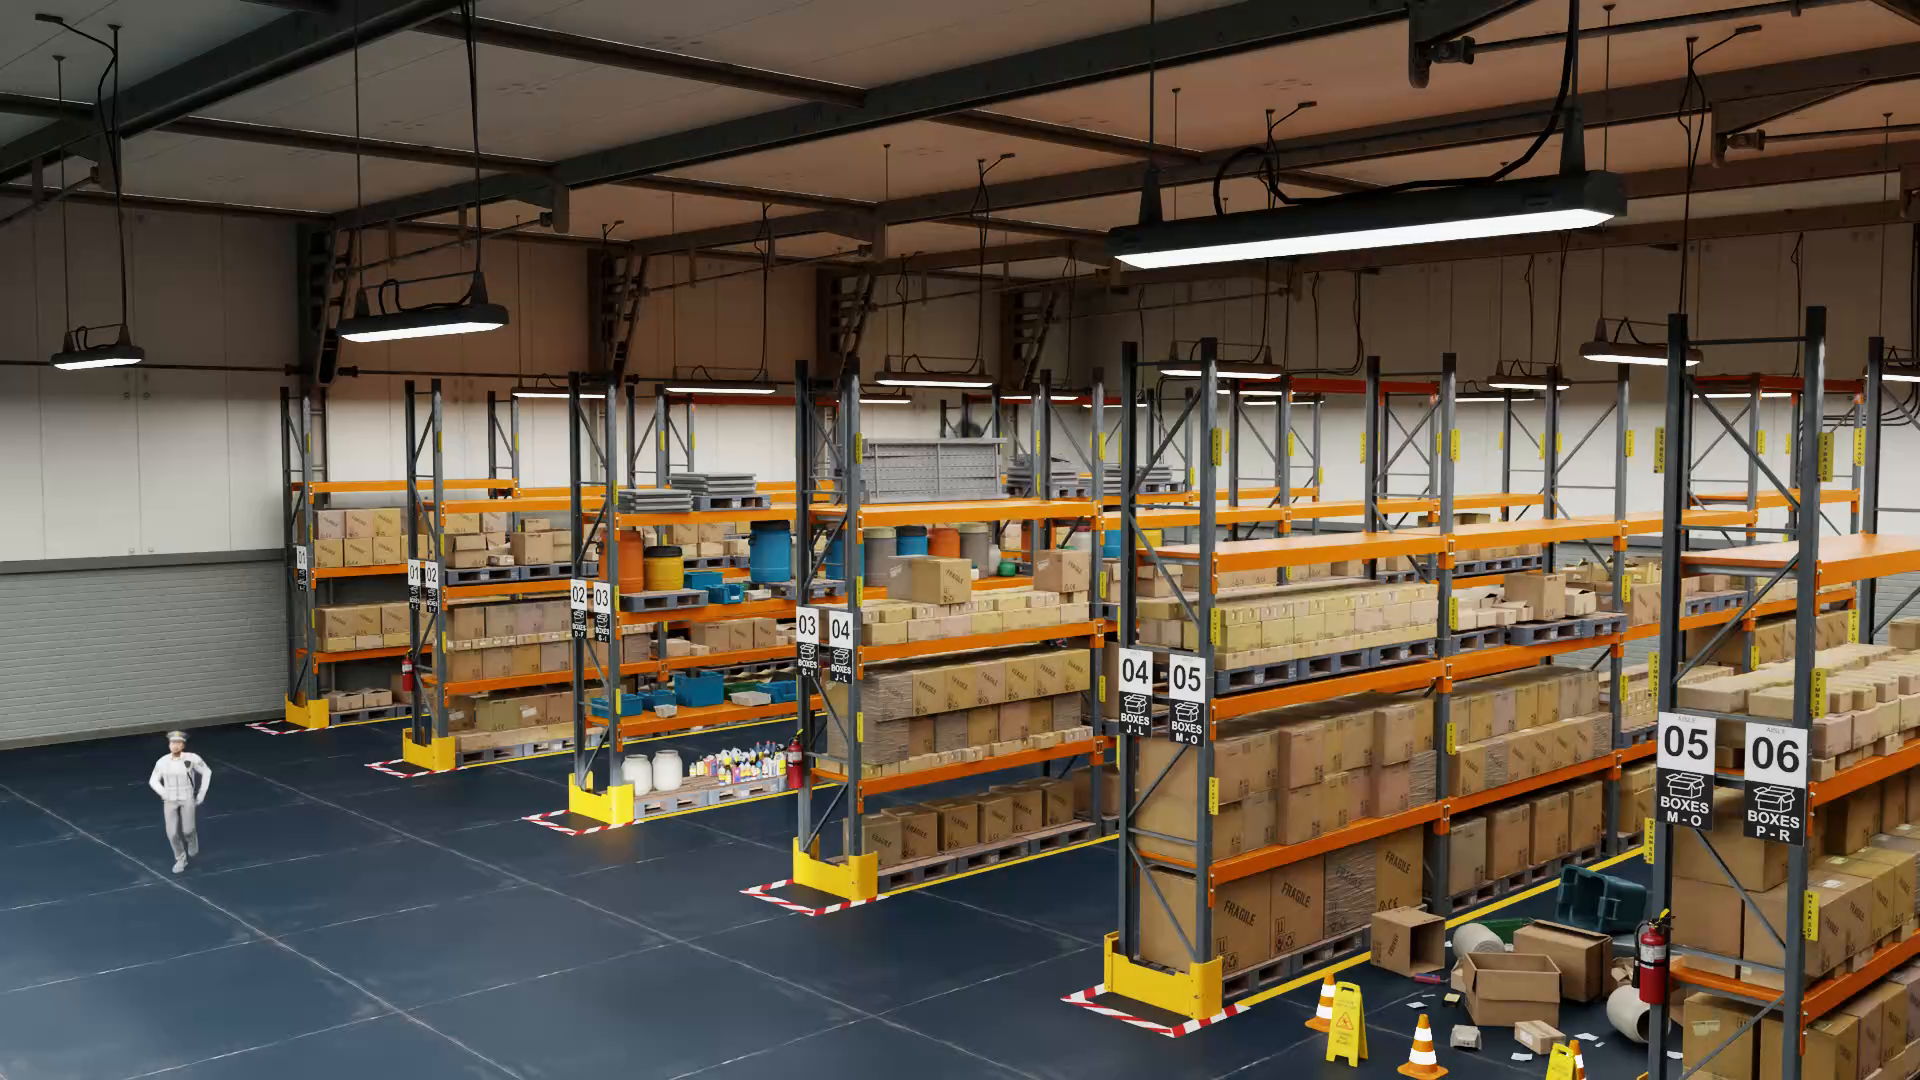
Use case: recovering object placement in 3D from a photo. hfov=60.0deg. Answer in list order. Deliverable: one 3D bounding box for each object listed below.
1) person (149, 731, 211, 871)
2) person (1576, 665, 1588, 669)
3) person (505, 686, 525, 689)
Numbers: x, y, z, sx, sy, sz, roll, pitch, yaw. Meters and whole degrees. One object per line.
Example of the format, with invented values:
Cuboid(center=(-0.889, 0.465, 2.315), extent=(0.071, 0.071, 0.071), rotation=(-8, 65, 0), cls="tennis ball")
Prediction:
Cuboid(center=(-9.233, 3.081, 19.680), extent=(0.658, 1.666, 0.562), rotation=(-1, 4, -17), cls="person")
Cuboid(center=(9.112, 2.738, 24.369), extent=(0.957, 1.820, 0.720), rotation=(-3, 5, -39), cls="person")
Cuboid(center=(-7.648, 2.469, 28.548), extent=(0.670, 1.744, 0.859), rotation=(3, 5, 40), cls="person")
